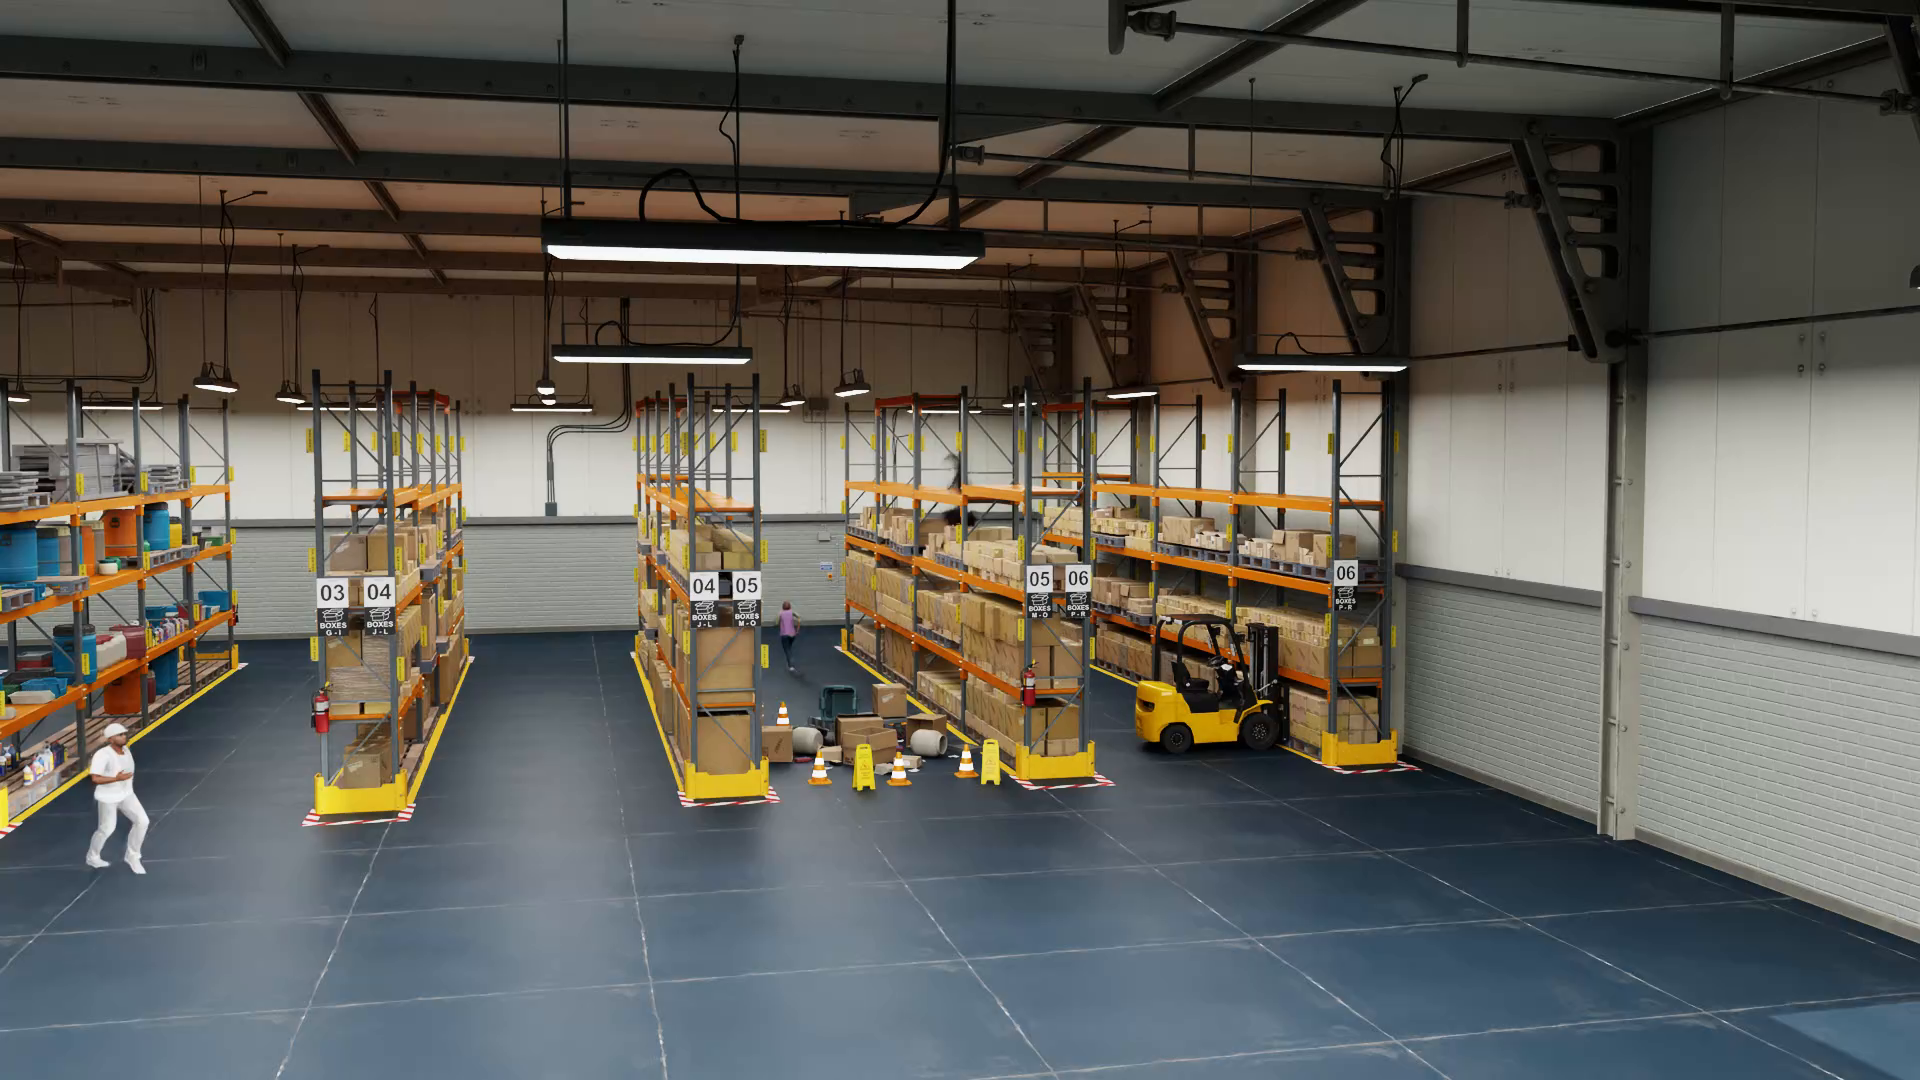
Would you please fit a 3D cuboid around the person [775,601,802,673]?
[{"bbox_3d":[-3.740,2.126,36.237,0.530,1.564,0.859,-1,4,-20],"label":"person"}]

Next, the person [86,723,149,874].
[{"bbox_3d":[-9.848,3.021,19.305,0.796,1.803,0.673,1,3,19],"label":"person"}]
